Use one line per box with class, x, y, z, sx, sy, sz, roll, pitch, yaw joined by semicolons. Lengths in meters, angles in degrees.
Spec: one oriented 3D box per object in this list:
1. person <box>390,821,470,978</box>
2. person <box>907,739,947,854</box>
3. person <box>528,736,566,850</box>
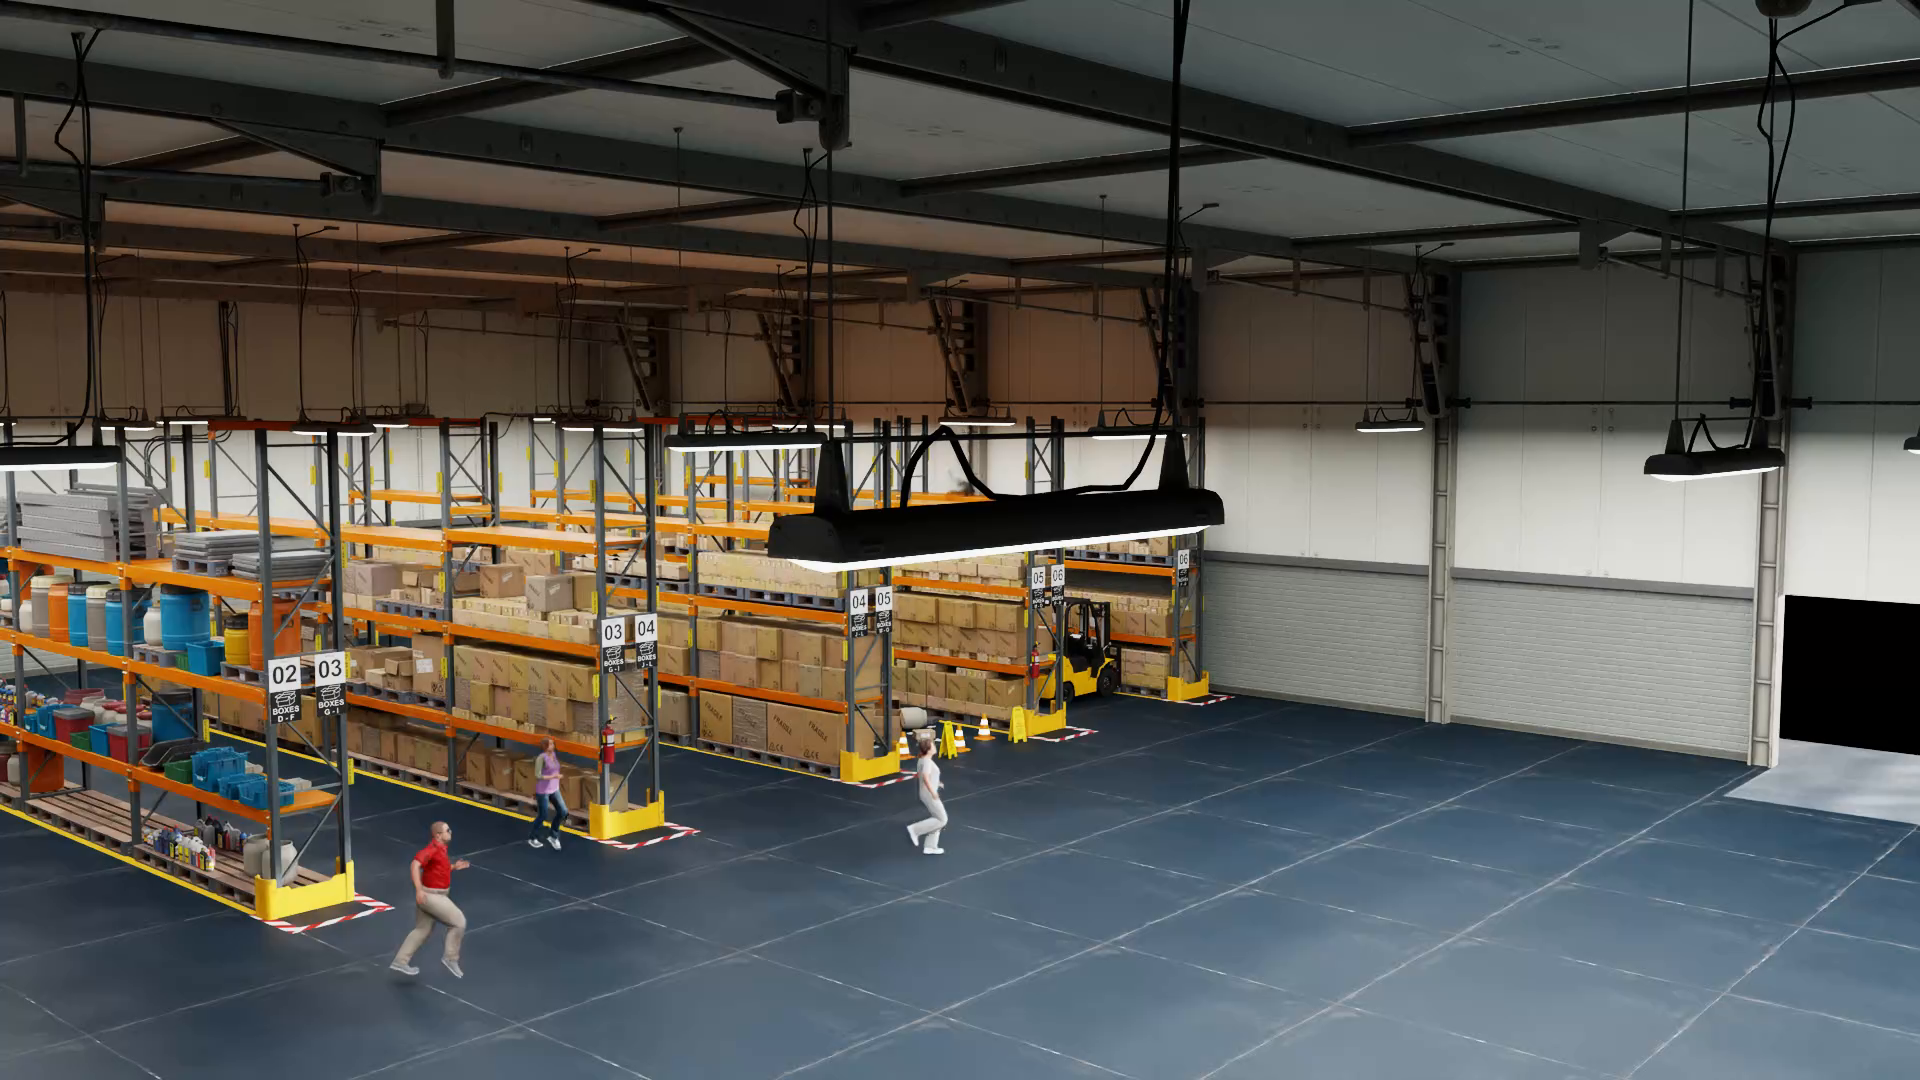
person;-5.805;4.012;18.220;0.876;1.702;0.686;-2;5;-22
person;-0.477;3.602;23.266;0.569;1.618;0.601;-1;5;-13
person;-5.819;3.593;23.500;0.621;1.650;0.535;2;5;25
